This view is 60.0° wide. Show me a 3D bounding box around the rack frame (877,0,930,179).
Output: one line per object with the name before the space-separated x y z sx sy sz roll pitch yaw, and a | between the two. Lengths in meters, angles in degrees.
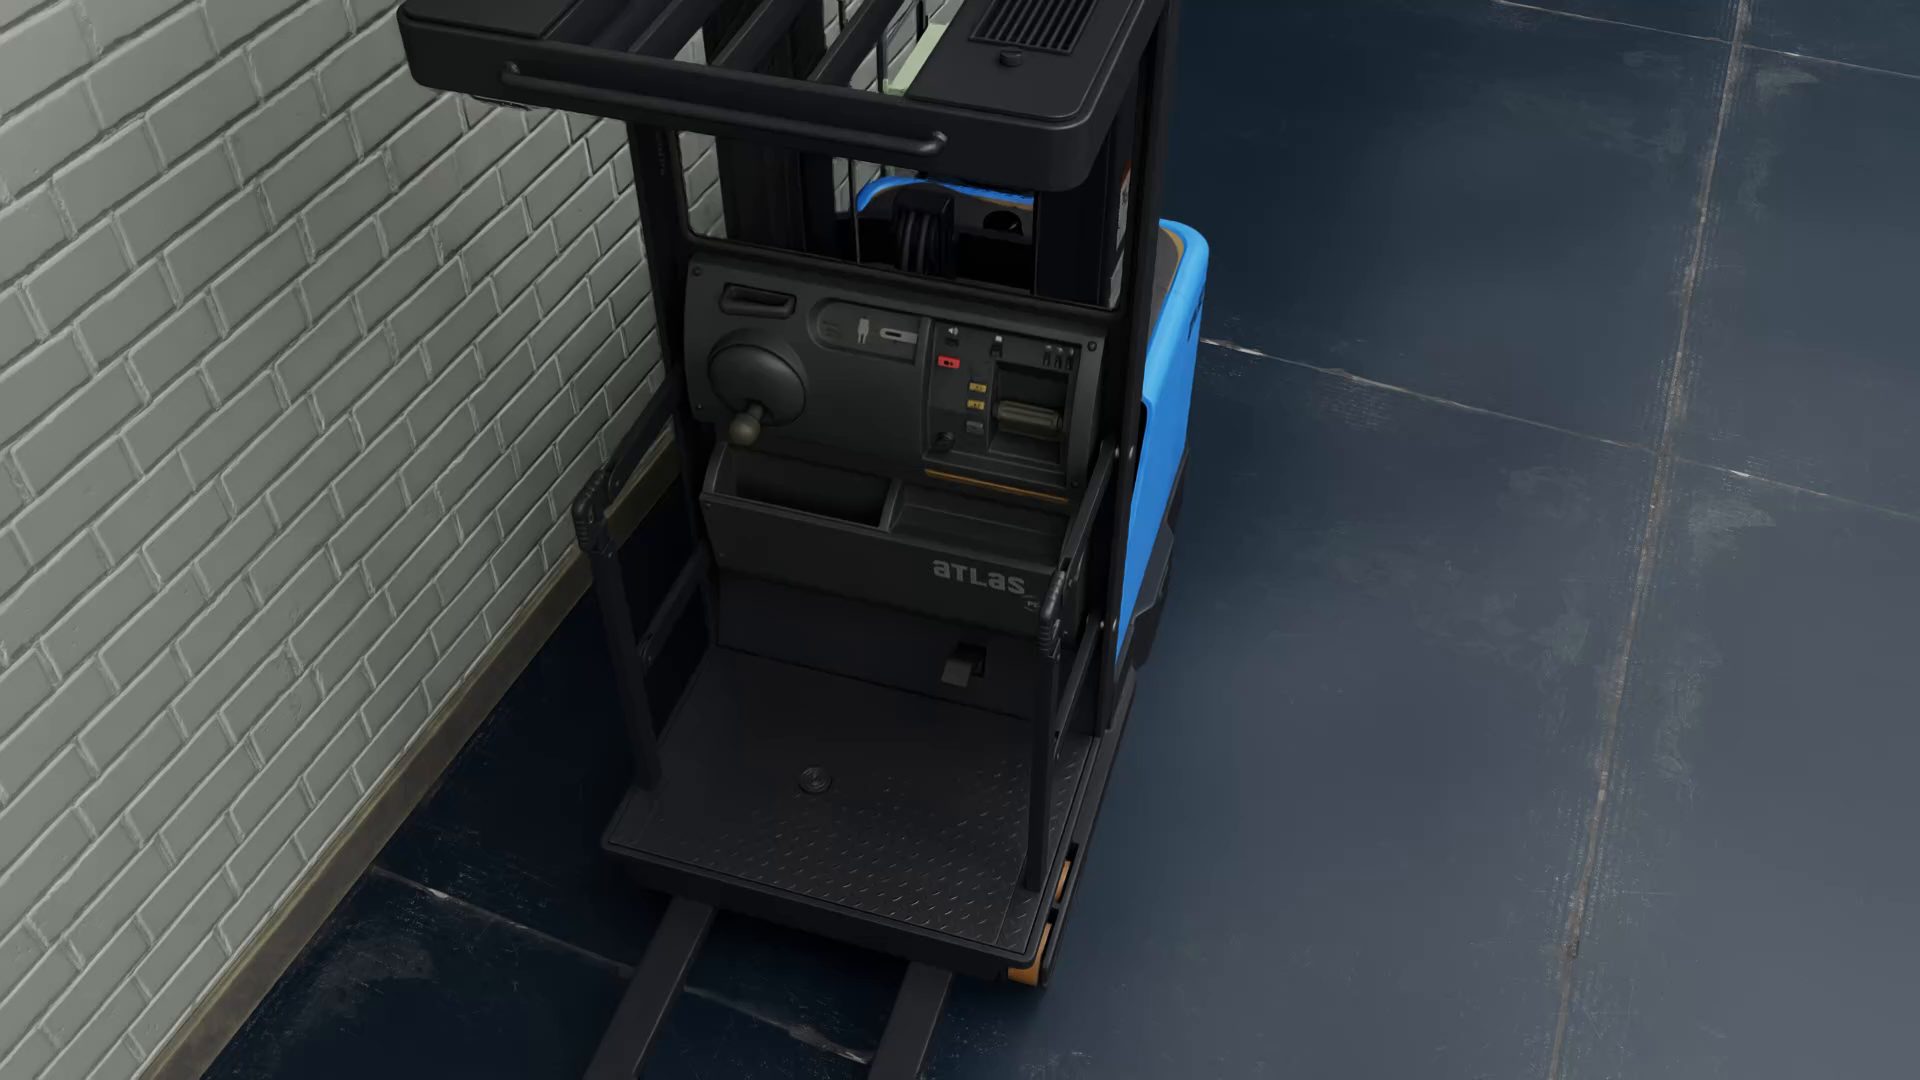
rack frame | -0.165 -1.030 5.221 0.023 1.500 0.400 12 46 12

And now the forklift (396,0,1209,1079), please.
forklift | -0.217 -0.256 3.430 1.130 2.935 3.031 12 46 12

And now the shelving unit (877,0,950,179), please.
shelving unit | 0.186 -0.956 5.148 0.755 1.500 0.431 12 46 12

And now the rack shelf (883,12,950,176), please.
rack shelf | 0.186 -1.233 4.872 0.720 0.370 0.431 12 46 12
